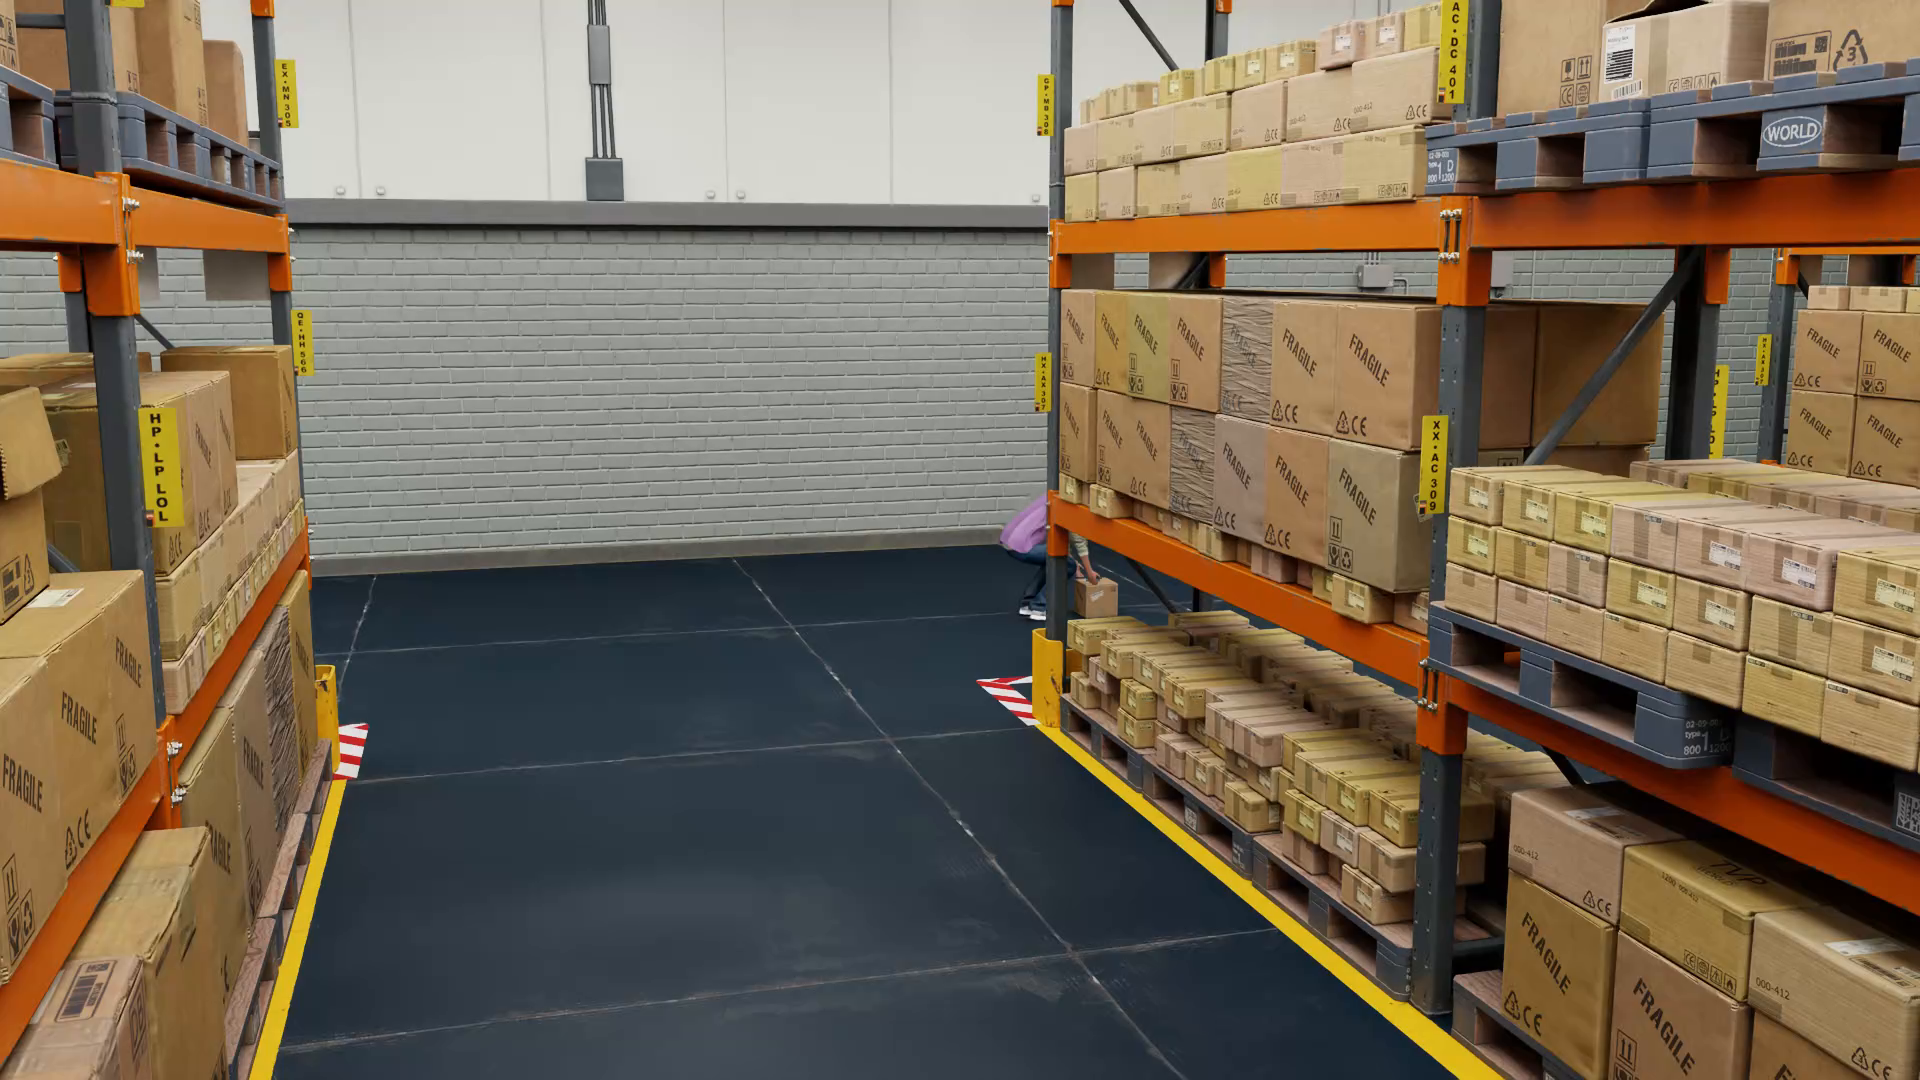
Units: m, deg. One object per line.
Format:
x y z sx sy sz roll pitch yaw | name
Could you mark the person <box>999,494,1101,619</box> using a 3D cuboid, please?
0.659 0.064 12.283 0.768 1.023 0.454 -3 10 -16 | person
